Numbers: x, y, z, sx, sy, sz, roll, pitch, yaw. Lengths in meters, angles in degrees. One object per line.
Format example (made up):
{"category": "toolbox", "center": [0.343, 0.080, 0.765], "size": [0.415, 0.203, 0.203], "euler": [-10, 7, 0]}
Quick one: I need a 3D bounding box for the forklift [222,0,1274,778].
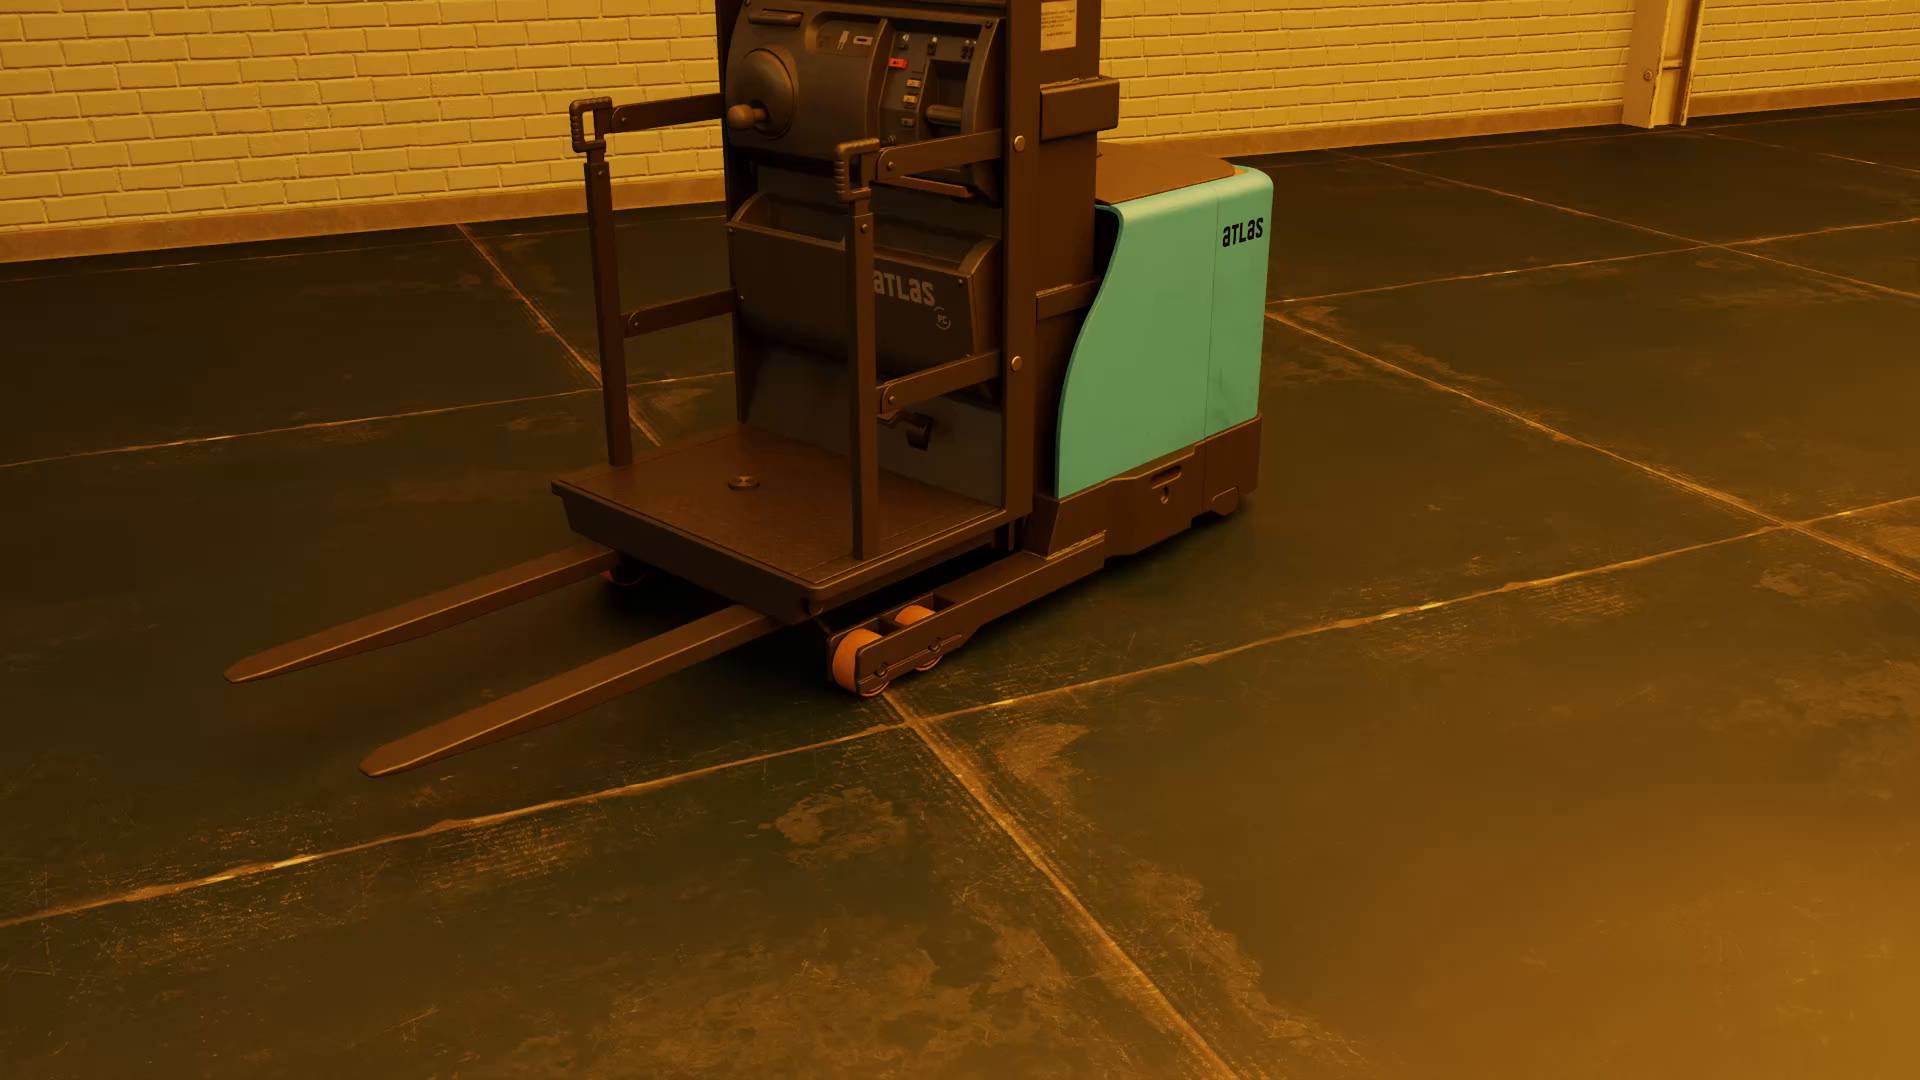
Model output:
{"category": "forklift", "center": [-0.413, -1.182, 4.131], "size": [1.130, 2.935, 3.031], "euler": [19, 29, 39]}
